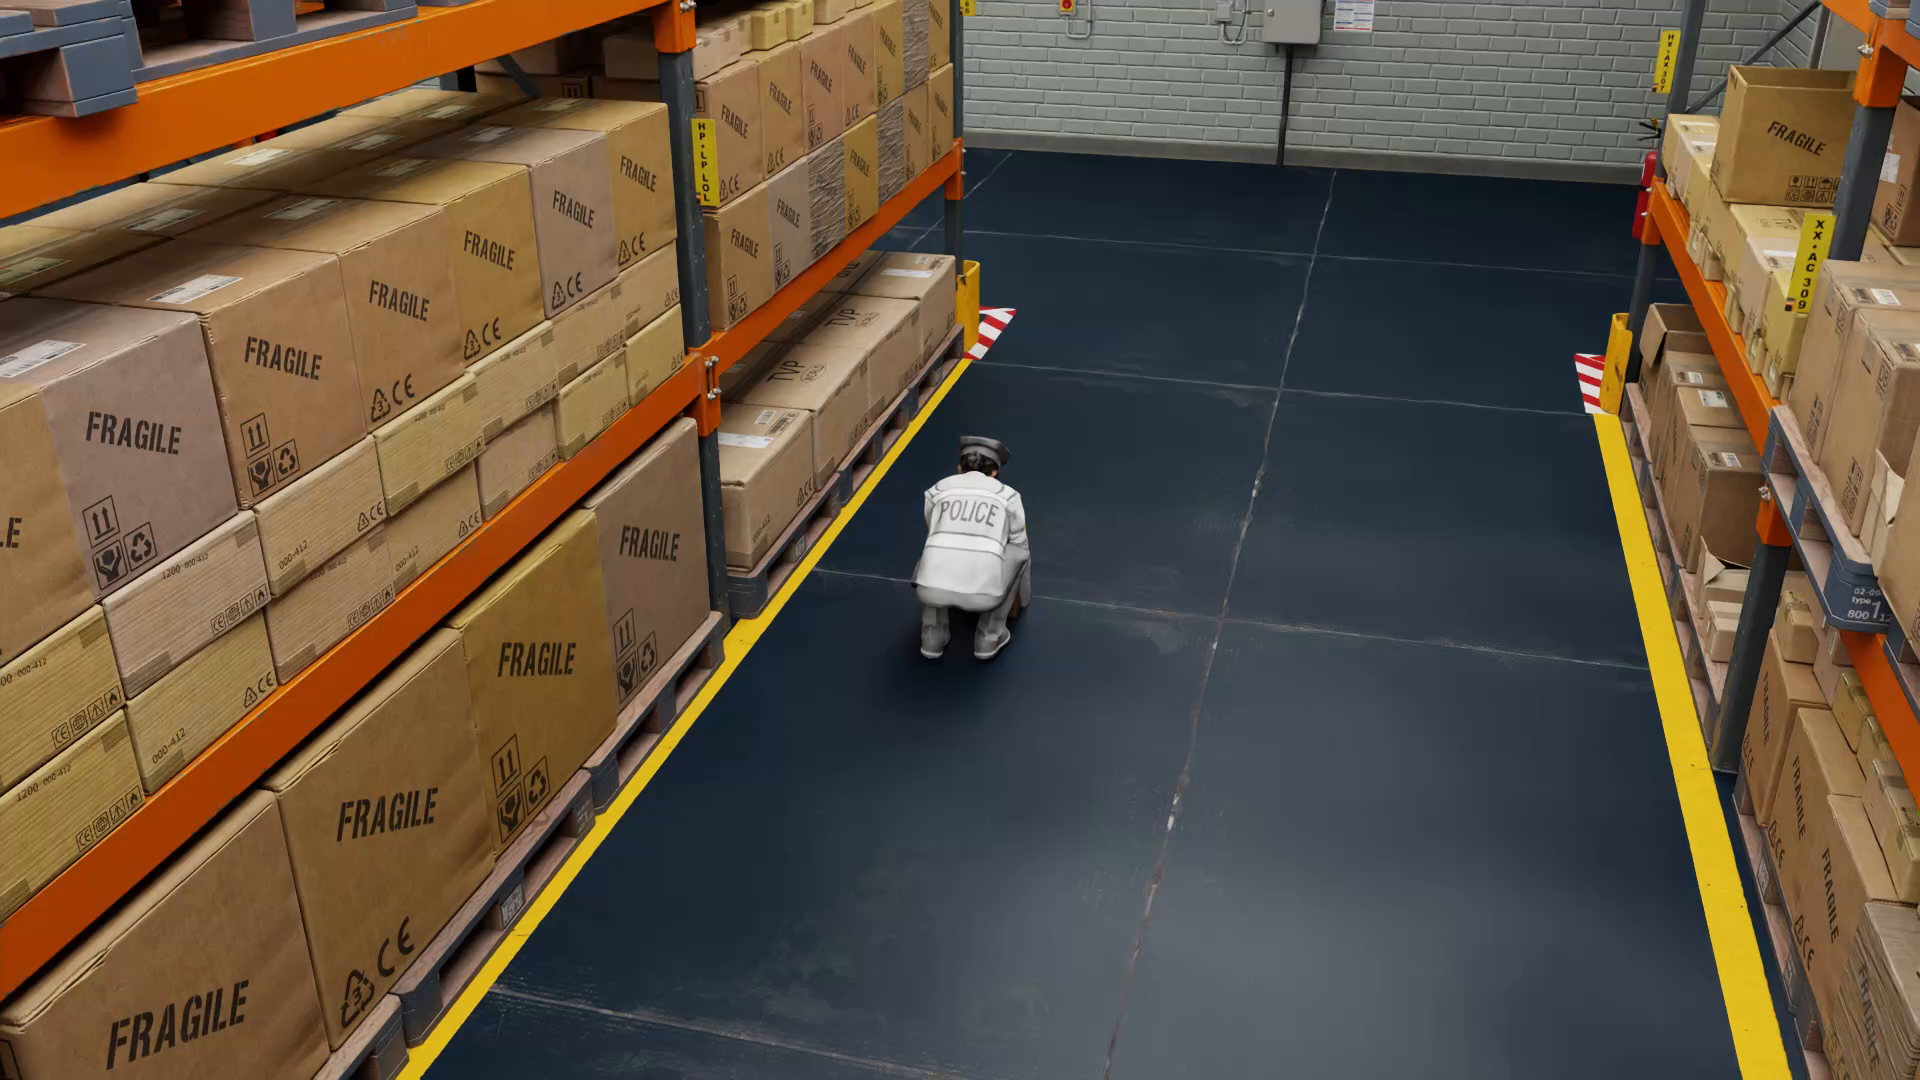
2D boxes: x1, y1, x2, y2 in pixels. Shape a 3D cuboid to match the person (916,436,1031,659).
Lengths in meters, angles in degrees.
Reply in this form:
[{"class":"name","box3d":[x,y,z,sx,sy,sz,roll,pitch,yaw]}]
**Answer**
[{"class":"person","box3d":[0.049,0.055,7.054,0.470,0.852,0.861,6,26,13]}]
